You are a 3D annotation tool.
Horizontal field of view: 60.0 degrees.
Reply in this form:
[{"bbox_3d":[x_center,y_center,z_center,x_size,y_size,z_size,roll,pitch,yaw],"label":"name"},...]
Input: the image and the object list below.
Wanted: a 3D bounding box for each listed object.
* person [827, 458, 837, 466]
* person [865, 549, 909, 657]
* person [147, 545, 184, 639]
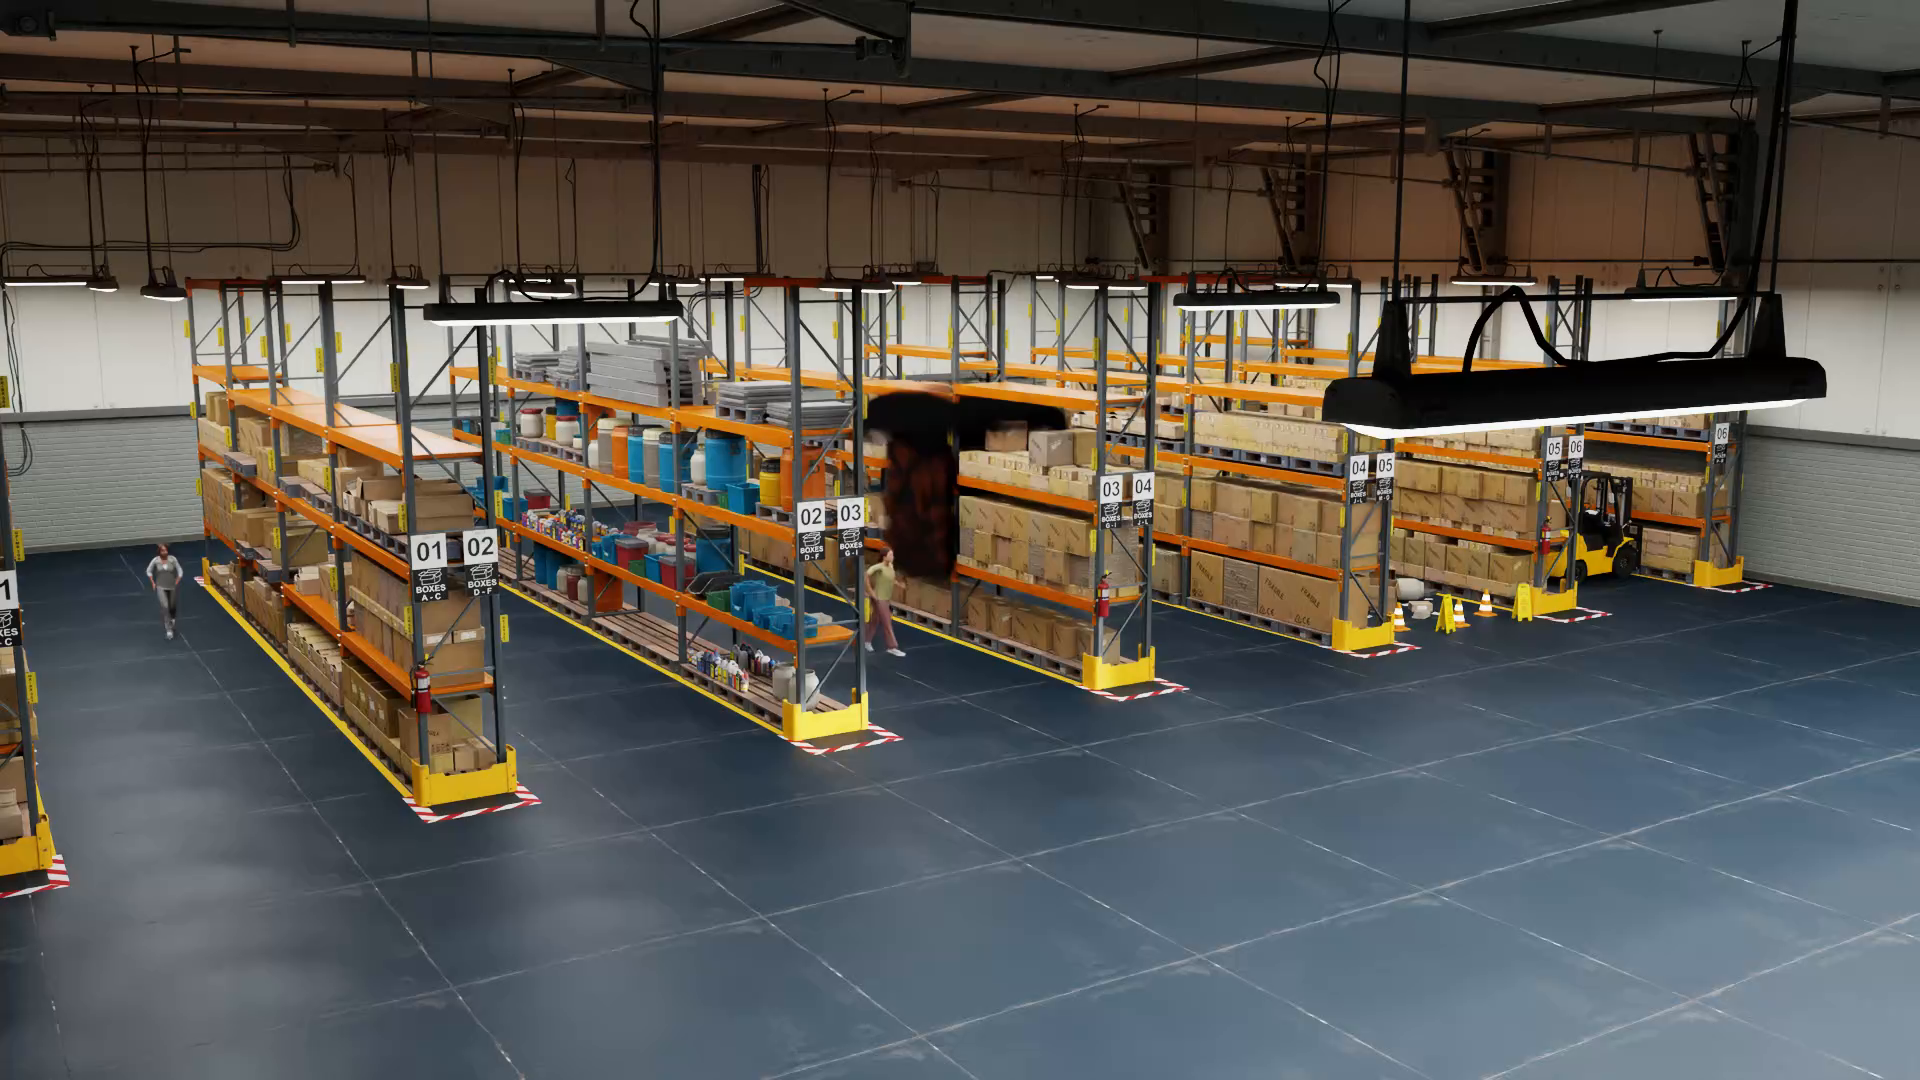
[{"bbox_3d":[-3.225,-1.343,41.083,0.689,1.641,0.796,5,11,28],"label":"person"},{"bbox_3d":[-1.197,0.945,25.694,0.954,1.660,0.552,5,11,29],"label":"person"},{"bbox_3d":[-13.497,0.851,28.285,0.558,1.592,0.750,-5,11,-29],"label":"person"}]
